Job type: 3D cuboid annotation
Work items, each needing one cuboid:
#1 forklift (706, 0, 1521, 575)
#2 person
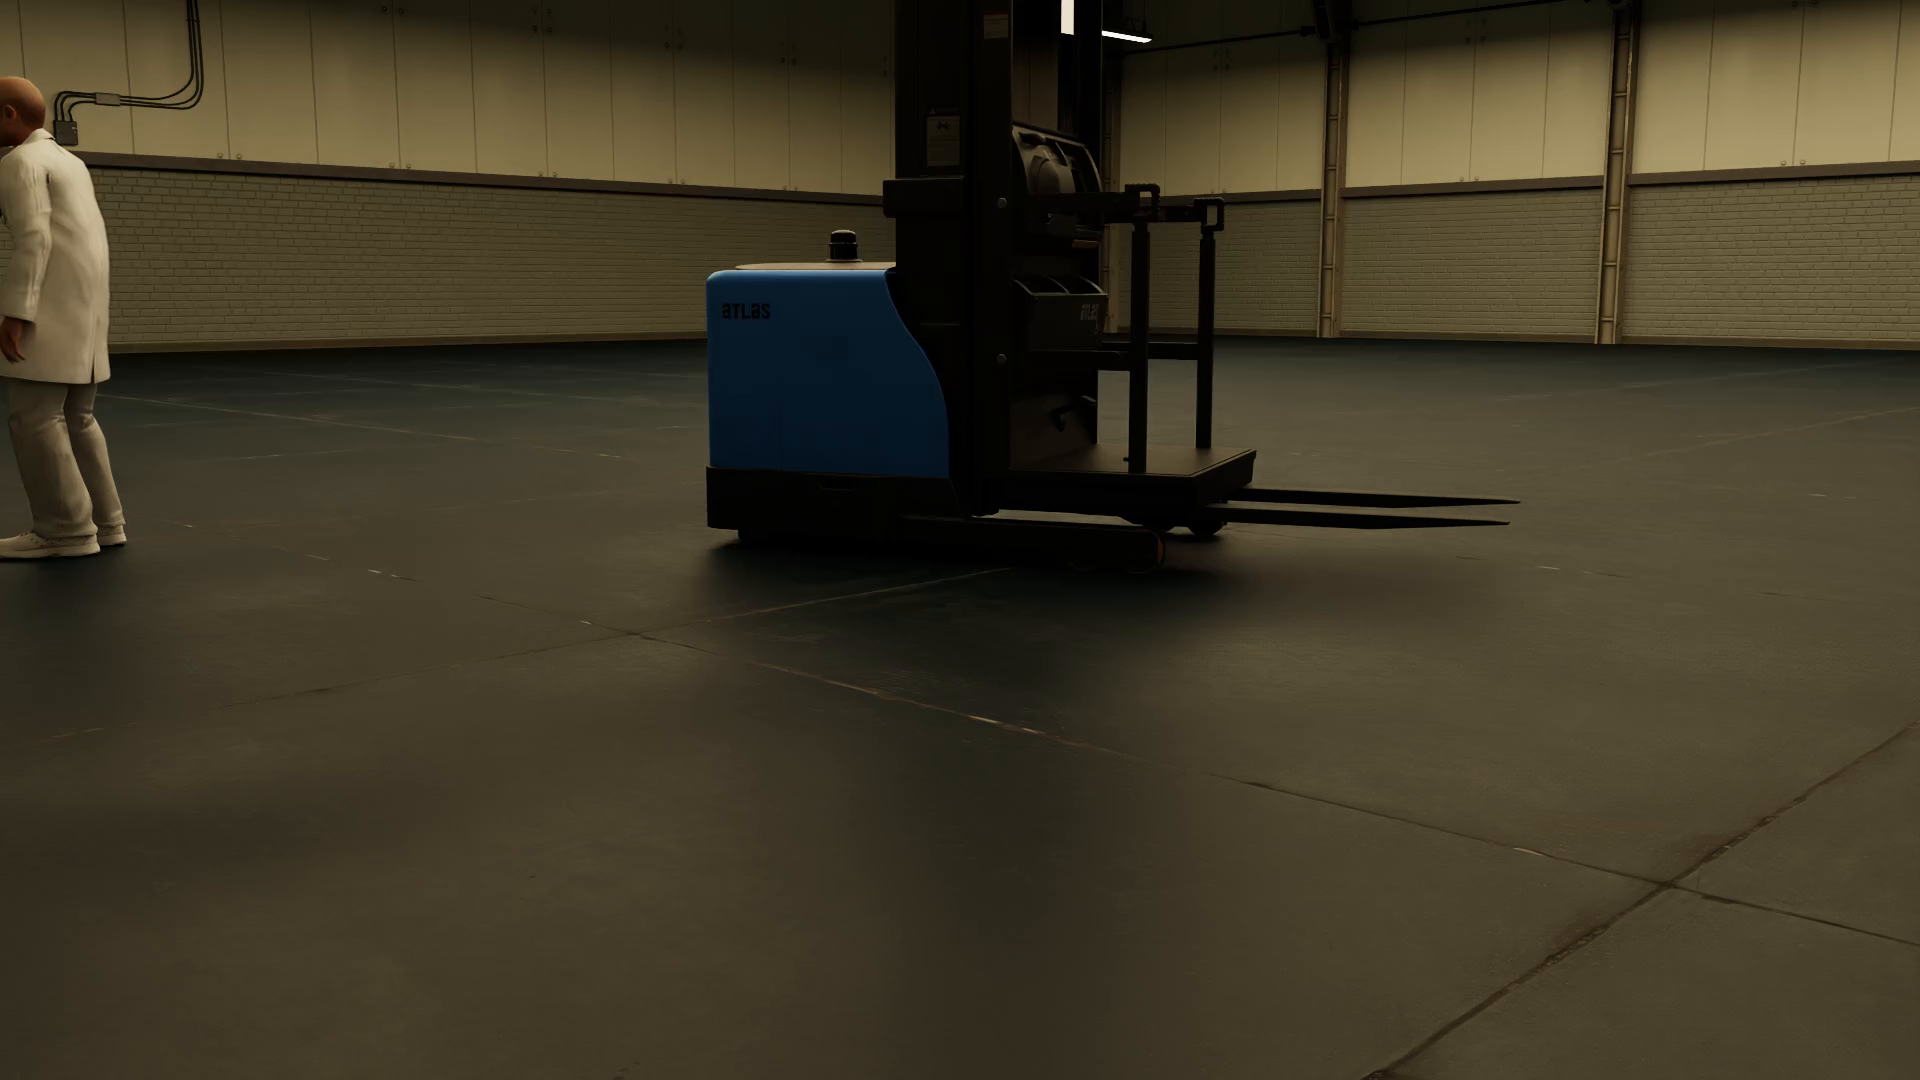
[{"bbox_3d":[0.565,-1.416,6.275,3.031,2.935,1.130,3,9,22],"label":"forklift"},{"bbox_3d":[-3.441,-0.829,6.265,0.431,1.774,0.653,-1,9,-7],"label":"person"}]
